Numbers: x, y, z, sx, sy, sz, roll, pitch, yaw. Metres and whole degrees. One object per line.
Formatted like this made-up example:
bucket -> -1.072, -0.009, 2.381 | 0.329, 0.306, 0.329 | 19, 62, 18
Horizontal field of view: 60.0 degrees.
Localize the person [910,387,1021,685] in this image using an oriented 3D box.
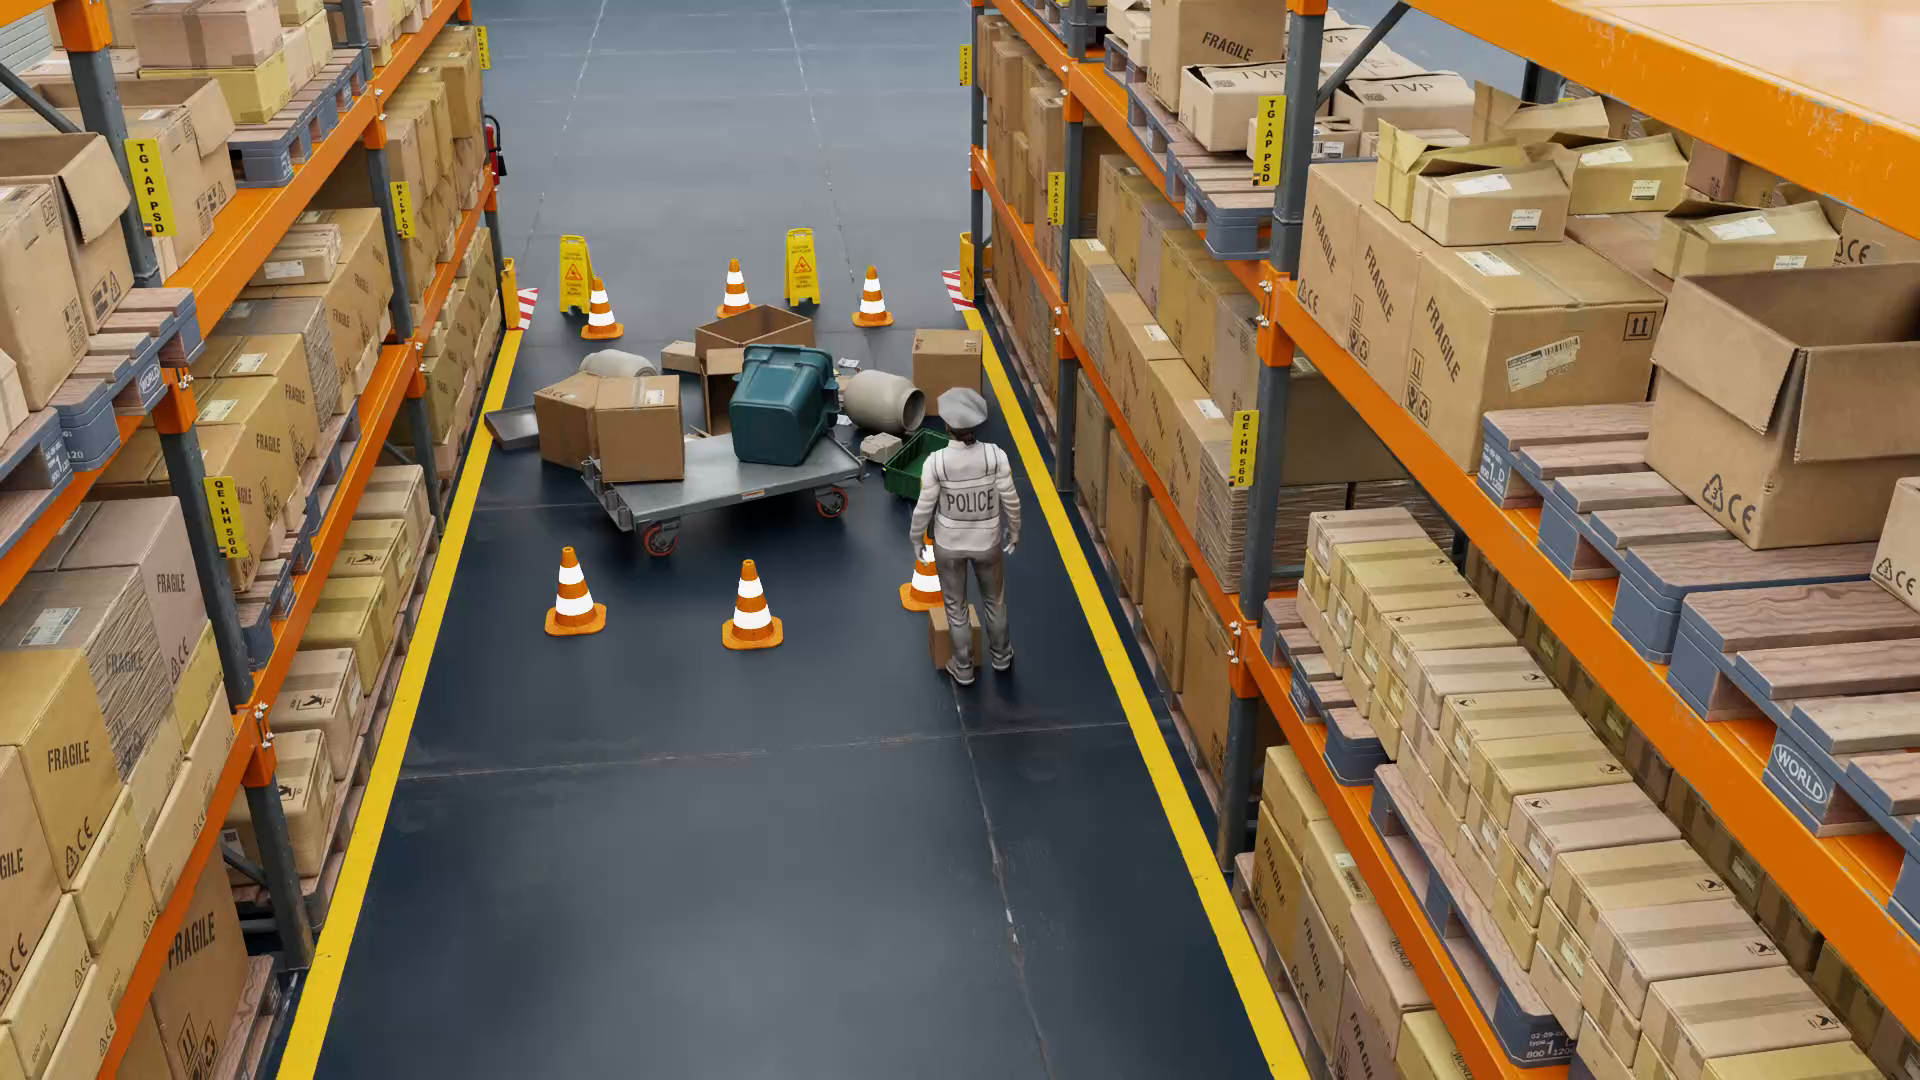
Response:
person -> 0.027, -0.026, 8.613 | 0.588, 1.696, 0.532 | -4, 28, -7
